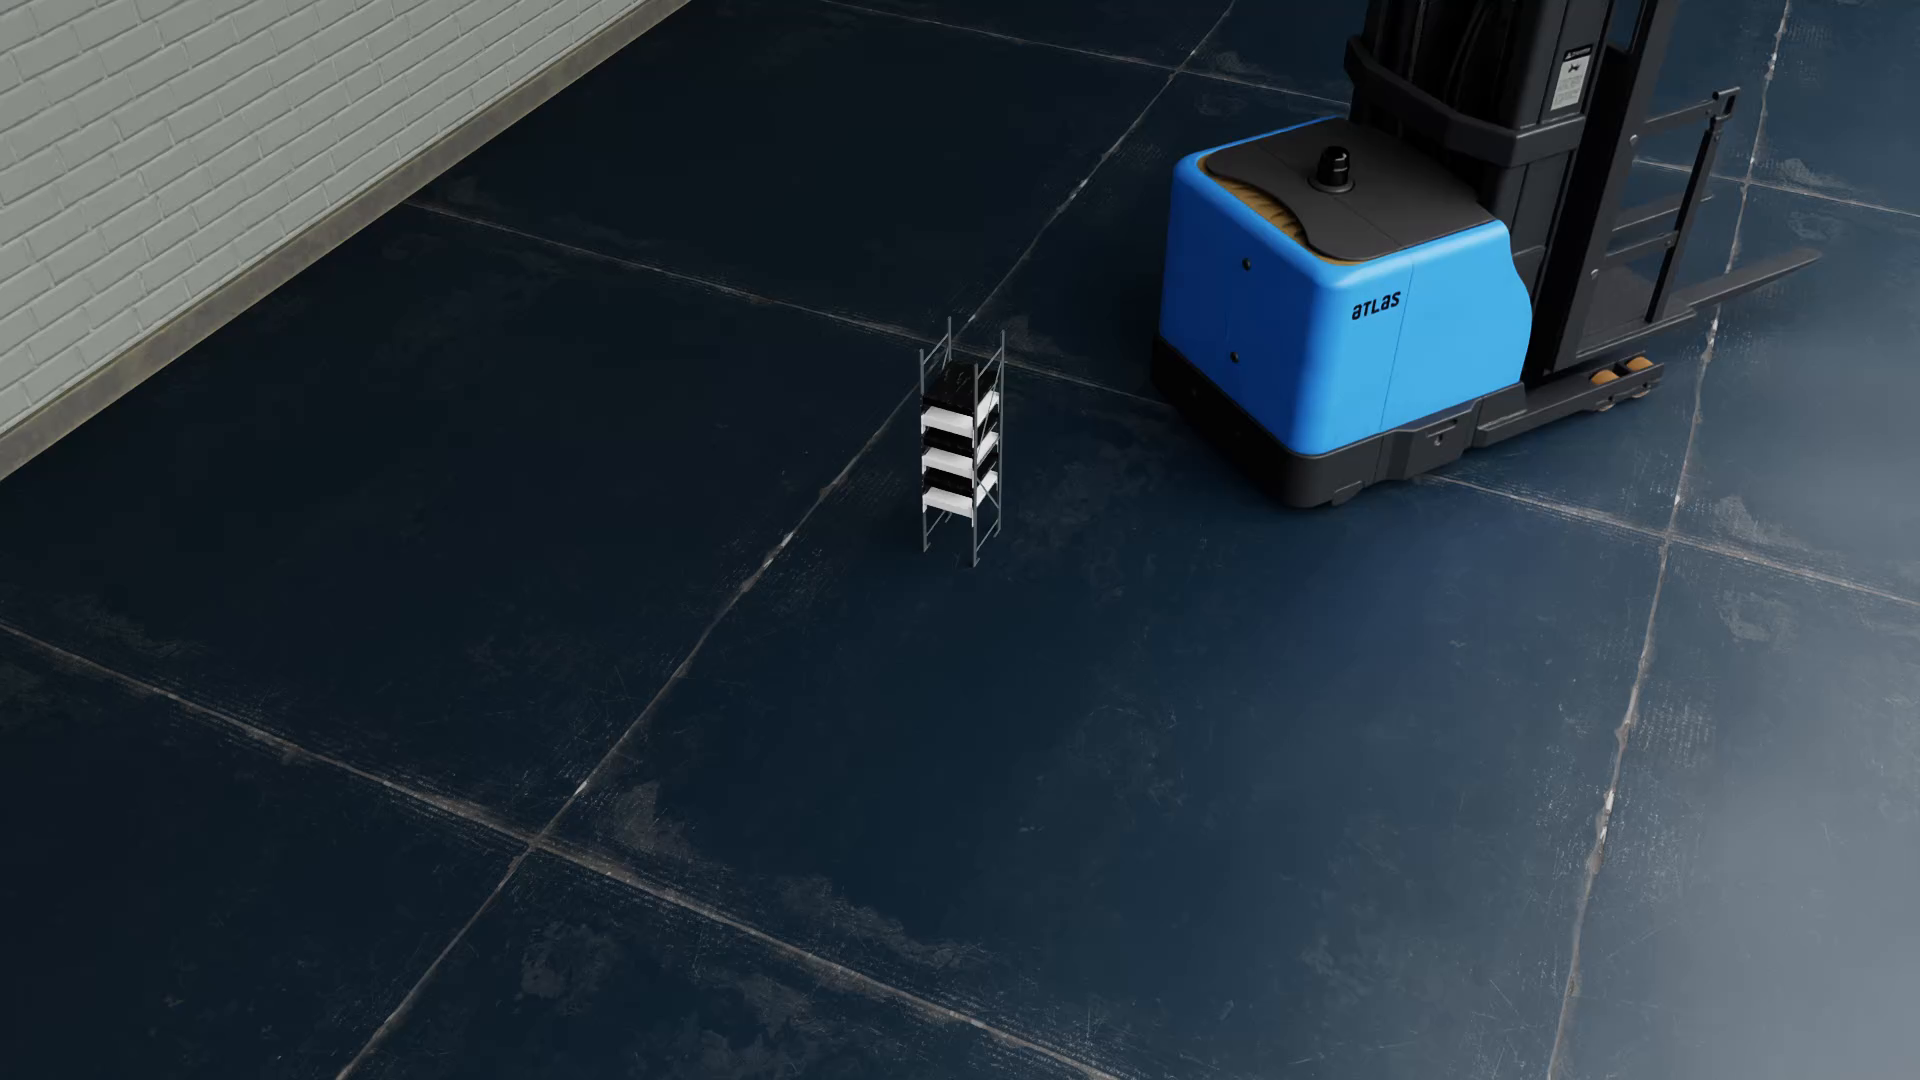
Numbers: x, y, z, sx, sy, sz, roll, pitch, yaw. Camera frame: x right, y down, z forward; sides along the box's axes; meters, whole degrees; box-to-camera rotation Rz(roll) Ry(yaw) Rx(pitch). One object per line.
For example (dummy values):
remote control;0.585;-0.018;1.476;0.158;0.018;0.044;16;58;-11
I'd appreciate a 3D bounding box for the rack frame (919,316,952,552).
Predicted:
rack frame;-0.085;-0.366;5.985;0.006;0.900;0.240;17;44;19

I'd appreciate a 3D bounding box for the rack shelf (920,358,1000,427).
rack shelf;0.007;-0.517;5.798;0.200;0.077;0.258;17;44;19

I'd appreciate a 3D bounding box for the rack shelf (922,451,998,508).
rack shelf;0.007;-0.245;6.033;0.200;0.077;0.258;17;44;19

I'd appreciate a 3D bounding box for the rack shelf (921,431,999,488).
rack shelf;0.007;-0.313;5.974;0.200;0.077;0.258;17;44;19

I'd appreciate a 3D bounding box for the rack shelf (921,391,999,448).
rack shelf;0.007;-0.449;5.857;0.200;0.077;0.258;17;44;19

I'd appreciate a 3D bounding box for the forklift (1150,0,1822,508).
forklift;2.334;-1.925;6.233;3.031;2.935;1.130;-20;45;-21

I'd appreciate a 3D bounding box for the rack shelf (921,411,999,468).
rack shelf;0.007;-0.381;5.916;0.200;0.077;0.258;17;44;19

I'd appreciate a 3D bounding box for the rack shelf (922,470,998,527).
rack shelf;0.007;-0.177;6.092;0.200;0.077;0.258;17;44;19

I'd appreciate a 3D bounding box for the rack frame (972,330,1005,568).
rack frame;0.099;-0.310;5.920;0.006;0.900;0.240;17;44;19

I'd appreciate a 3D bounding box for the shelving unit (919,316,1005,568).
shelving unit;0.007;-0.338;5.953;0.210;0.900;0.258;17;44;19
